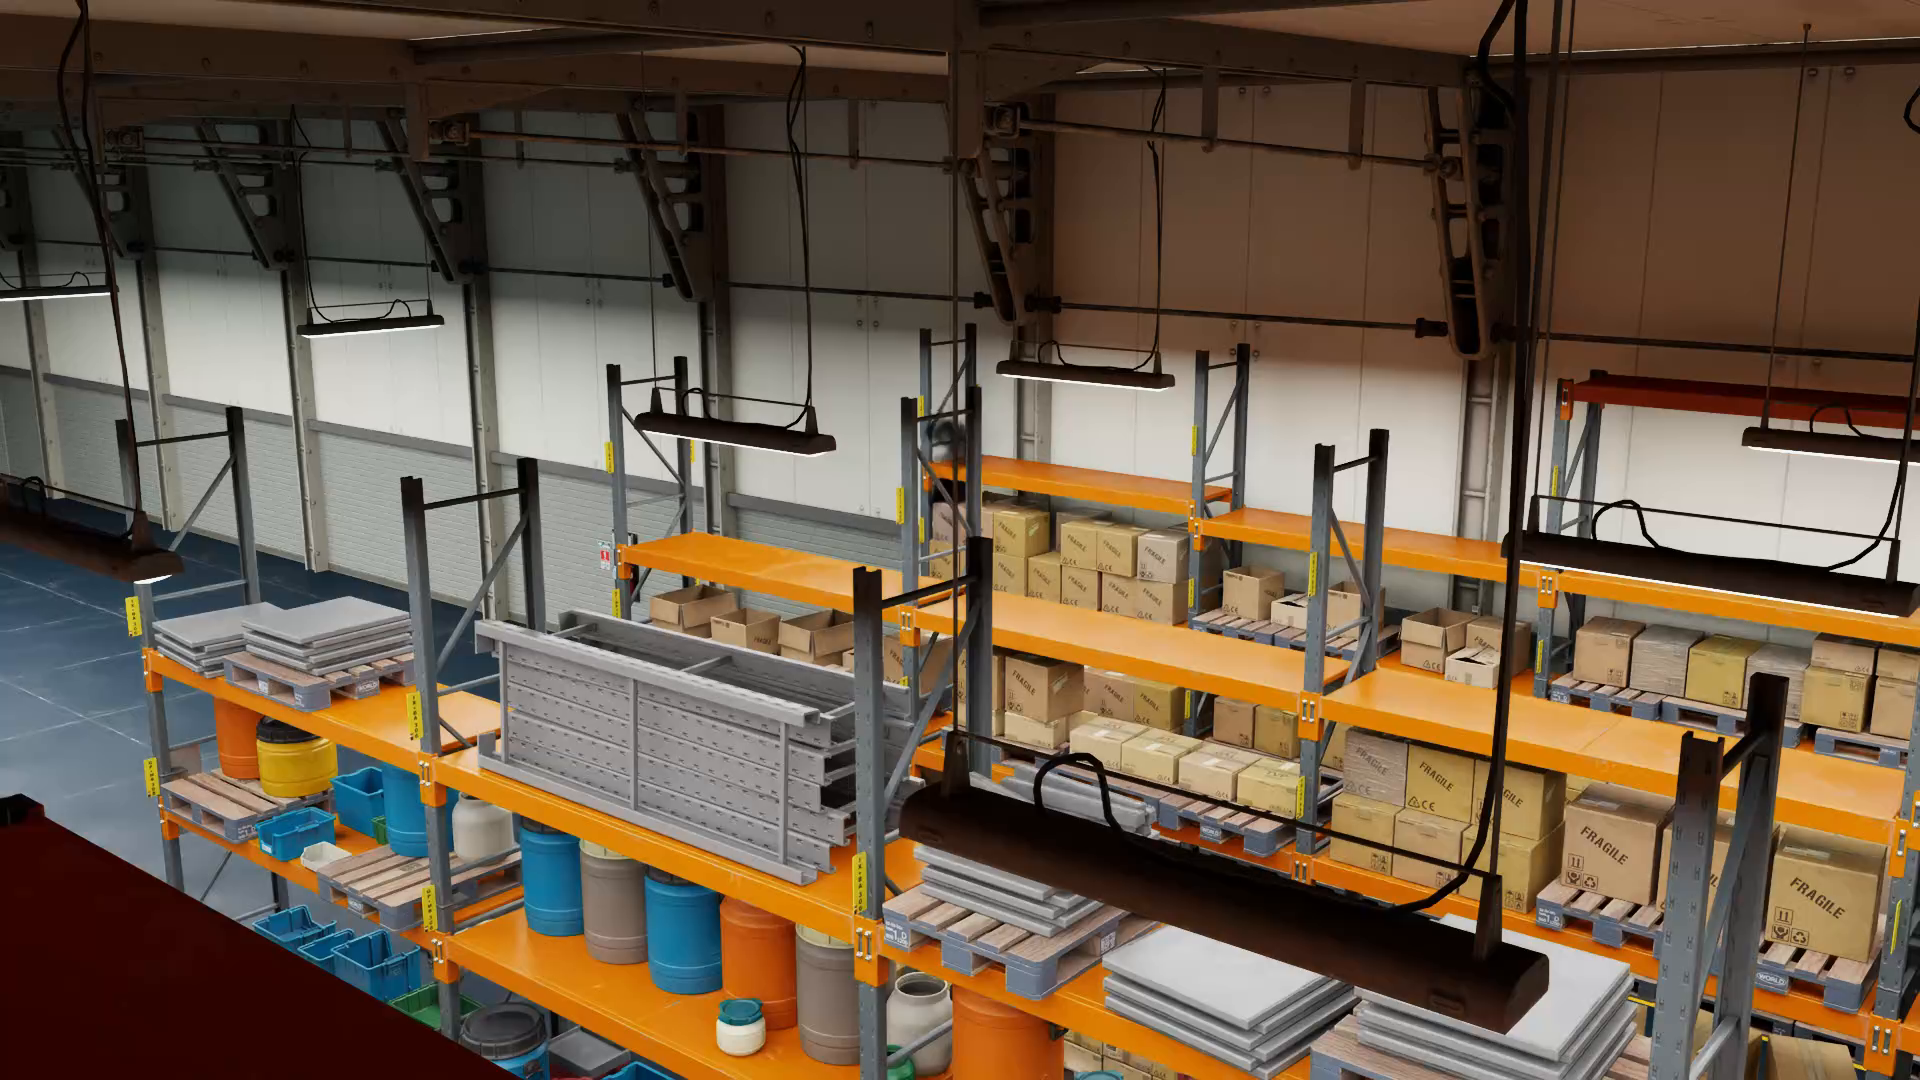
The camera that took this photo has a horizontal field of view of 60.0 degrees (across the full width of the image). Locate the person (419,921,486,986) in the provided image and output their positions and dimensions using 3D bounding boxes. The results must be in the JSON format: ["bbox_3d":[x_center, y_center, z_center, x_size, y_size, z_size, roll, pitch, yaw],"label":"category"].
[{"bbox_3d":[-4.628,3.876,15.152,0.908,1.711,0.566,9,15,33],"label":"person"}]
